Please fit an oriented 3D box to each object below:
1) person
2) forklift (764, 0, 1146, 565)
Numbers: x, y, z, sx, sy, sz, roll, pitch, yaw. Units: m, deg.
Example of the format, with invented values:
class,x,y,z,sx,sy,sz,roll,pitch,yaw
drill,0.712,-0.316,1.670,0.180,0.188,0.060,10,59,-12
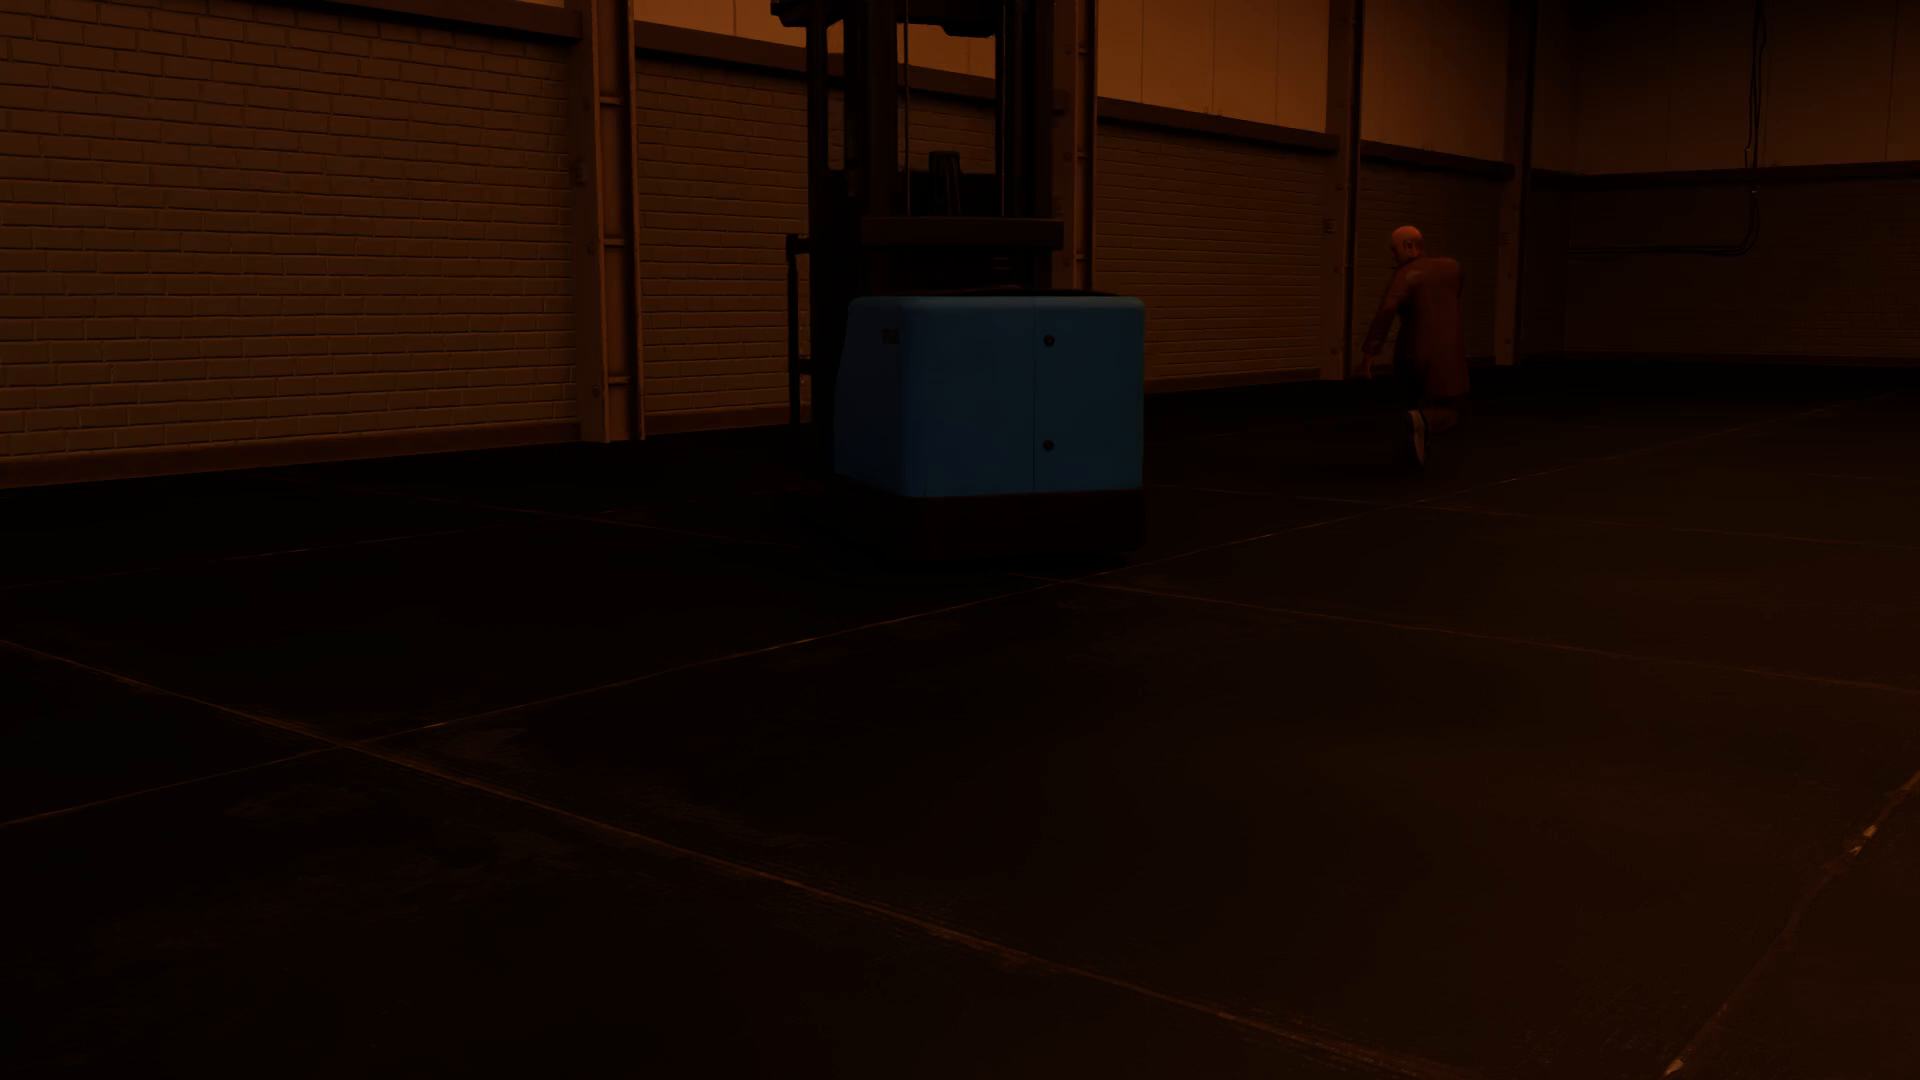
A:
class,x,y,z,sx,sy,sz,roll,pitch,yaw
person,2.928,-1.236,10.687,0.704,1.543,0.911,2,8,11
forklift,-0.235,-1.528,7.727,1.130,2.935,3.031,-3,9,-20
